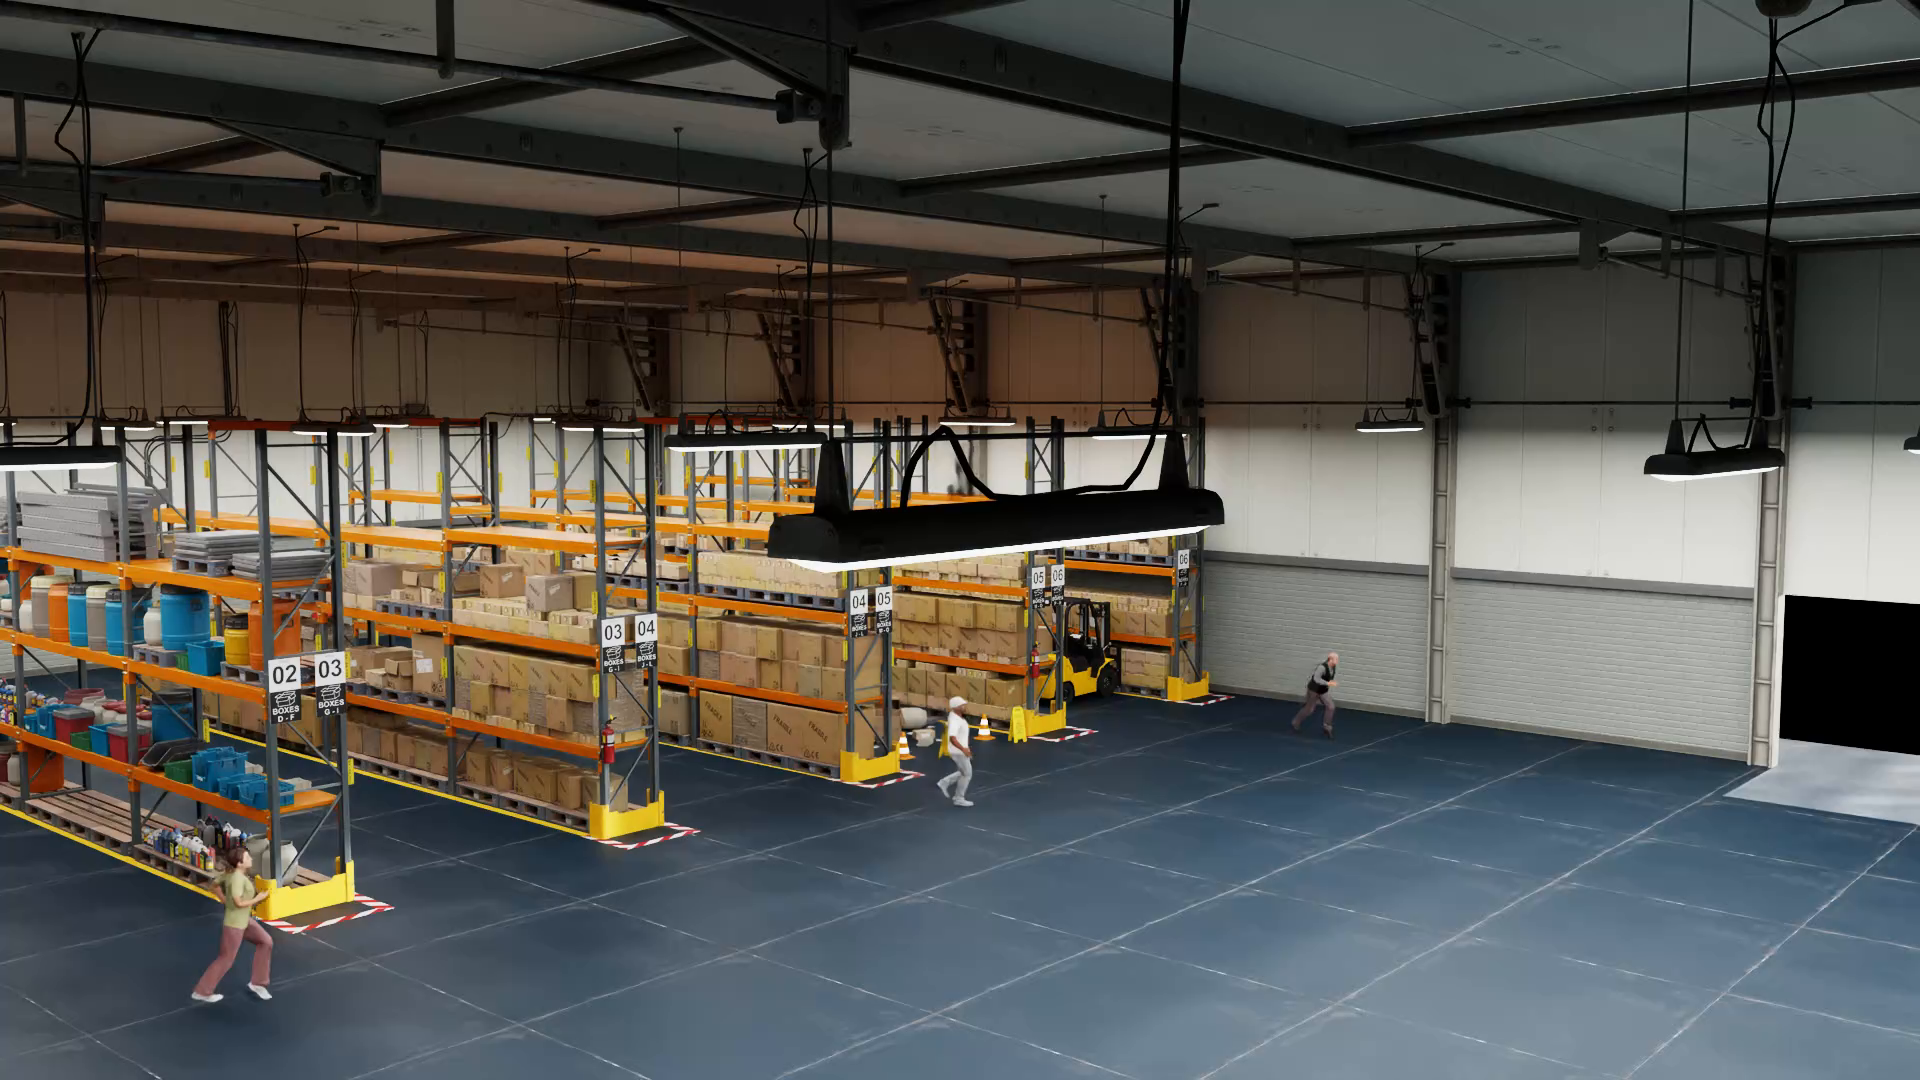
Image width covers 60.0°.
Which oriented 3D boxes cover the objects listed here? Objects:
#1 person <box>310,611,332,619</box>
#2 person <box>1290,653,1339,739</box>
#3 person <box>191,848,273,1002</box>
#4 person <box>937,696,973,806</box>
[{"bbox_3d":[-14.876,2.270,38.885,0.672,1.758,0.820,1,5,9],"label":"person"},{"bbox_3d":[6.735,2.929,31.502,0.989,1.681,0.701,4,6,40],"label":"person"},{"bbox_3d":[-7.623,4.068,17.373,0.803,1.707,0.554,-2,5,-21],"label":"person"},{"bbox_3d":[-0.080,3.309,26.077,0.571,1.732,0.693,0,5,-5],"label":"person"}]
